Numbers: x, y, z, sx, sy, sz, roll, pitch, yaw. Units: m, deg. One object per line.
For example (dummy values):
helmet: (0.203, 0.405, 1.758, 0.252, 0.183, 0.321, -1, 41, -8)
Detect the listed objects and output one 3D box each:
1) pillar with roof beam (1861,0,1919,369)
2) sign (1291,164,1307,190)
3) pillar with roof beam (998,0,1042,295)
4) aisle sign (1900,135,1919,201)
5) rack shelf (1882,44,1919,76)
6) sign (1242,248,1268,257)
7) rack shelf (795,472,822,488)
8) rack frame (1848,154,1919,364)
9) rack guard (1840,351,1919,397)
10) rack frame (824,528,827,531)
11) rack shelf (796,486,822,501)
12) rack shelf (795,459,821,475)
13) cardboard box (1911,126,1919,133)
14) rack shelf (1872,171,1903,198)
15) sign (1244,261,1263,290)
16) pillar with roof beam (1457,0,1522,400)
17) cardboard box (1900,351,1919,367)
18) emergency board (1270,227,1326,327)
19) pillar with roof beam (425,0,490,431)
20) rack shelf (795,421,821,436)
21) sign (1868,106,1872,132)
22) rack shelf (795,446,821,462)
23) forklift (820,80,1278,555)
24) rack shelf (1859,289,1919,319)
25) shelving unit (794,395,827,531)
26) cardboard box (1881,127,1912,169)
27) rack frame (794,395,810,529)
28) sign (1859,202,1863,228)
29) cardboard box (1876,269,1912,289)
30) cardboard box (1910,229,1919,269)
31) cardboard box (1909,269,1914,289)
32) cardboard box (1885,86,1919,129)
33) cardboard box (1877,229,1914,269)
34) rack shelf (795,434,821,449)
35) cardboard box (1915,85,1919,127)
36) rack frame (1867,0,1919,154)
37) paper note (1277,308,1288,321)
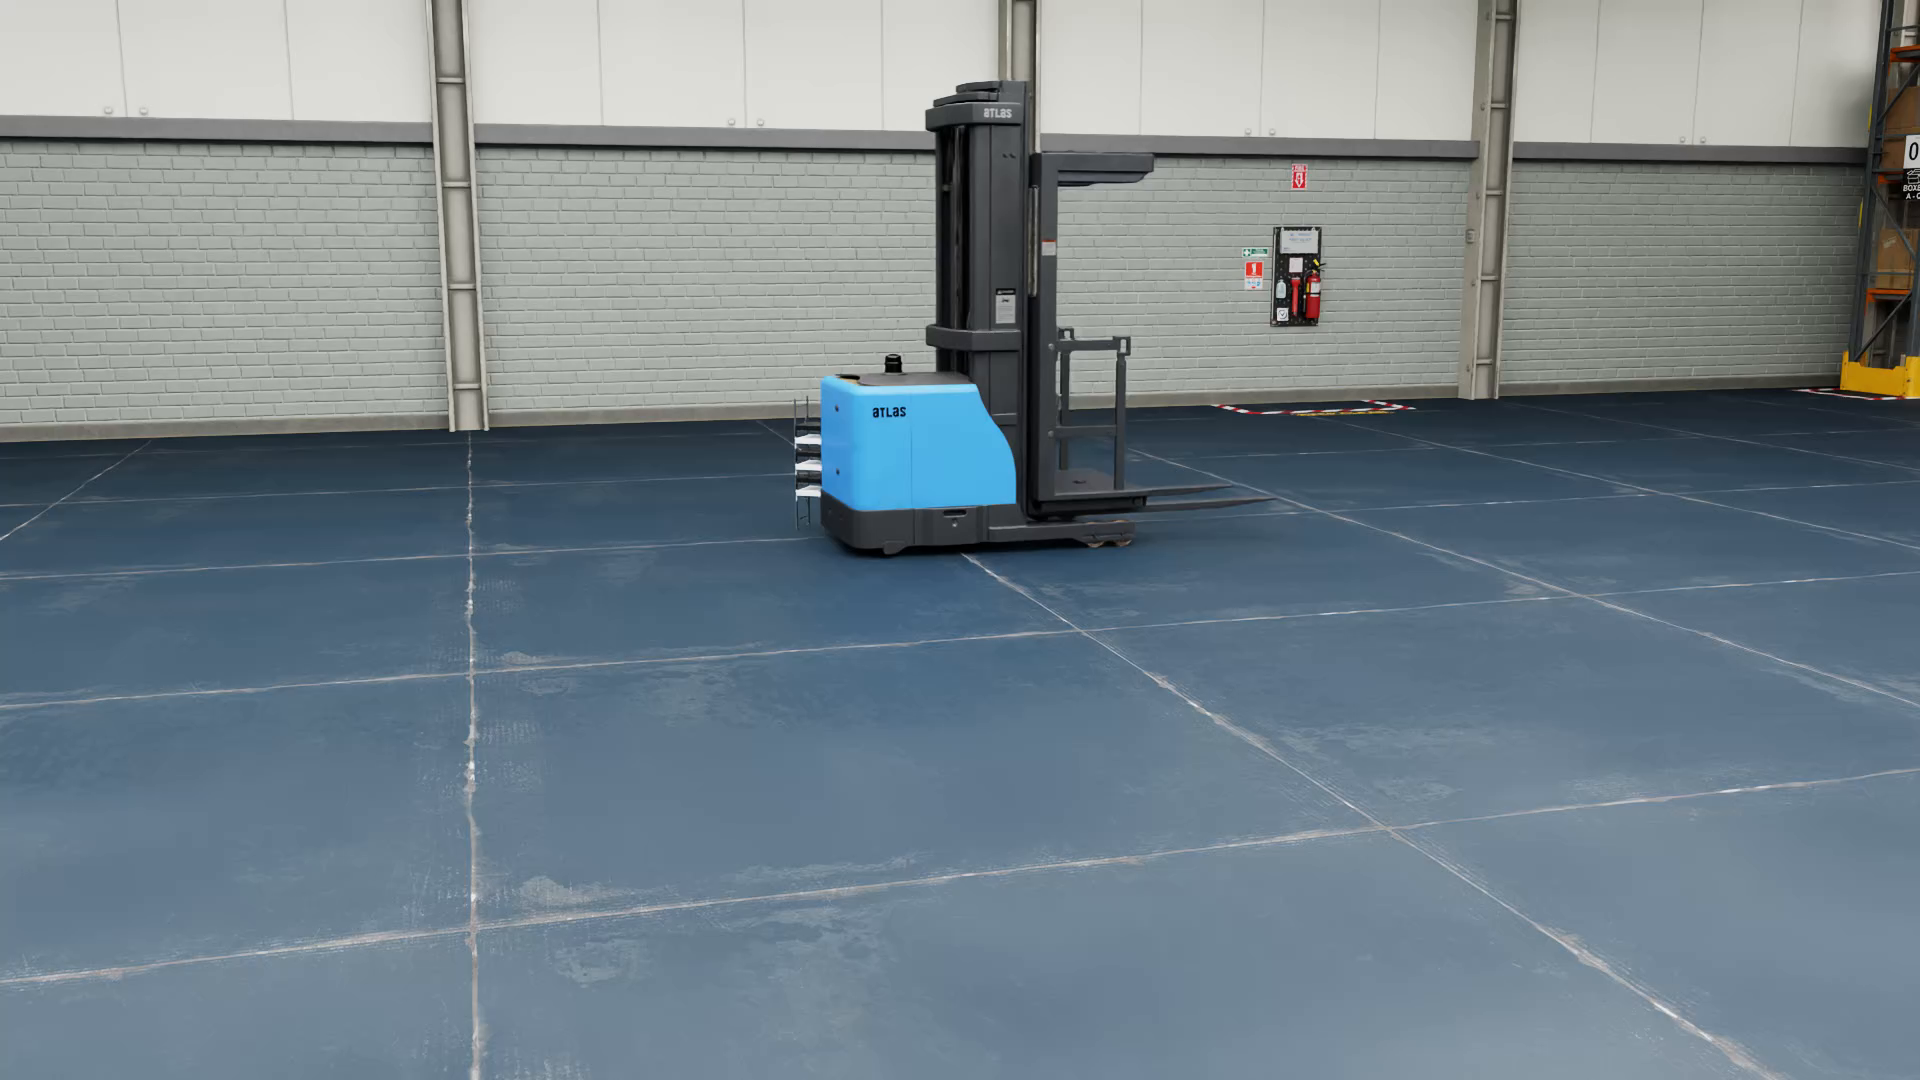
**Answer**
pillar with roof beam: (13.379, -5.742, 17.380, 0.400, 9.000, 9.100, -3, 11, -16)
sign: (3.996, -4.274, 19.577, 0.199, 0.298, 0.001, -3, 11, -16)
pillar with roof beam: (1.857, -5.134, 14.081, 0.400, 9.000, 9.100, -3, 11, -16)
aisle sign: (11.760, -4.576, 20.440, 0.004, 0.787, 0.394, -3, 11, -16)
rack shelf: (13.665, -6.050, 21.051, 4.000, 0.370, 1.077, -3, 11, -16)
sign: (3.478, -3.384, 19.582, 0.331, 0.109, 0.001, -3, 11, -16)
rack shelf: (-0.992, -0.410, 11.470, 0.200, 0.077, 0.258, 3, 11, 17)
rack frame: (11.745, -3.354, 20.979, 0.127, 3.000, 1.000, -3, 11, -16)
rack guard: (11.818, -2.128, 21.226, 0.348, 0.500, 1.175, -3, 11, -16)
rack frame: (-0.895, -0.526, 11.417, 0.006, 0.900, 0.240, 3, 11, 17)
rack shelf: (-0.992, -0.322, 11.486, 0.200, 0.077, 0.258, 3, 11, 17)
rack shelf: (-0.992, -0.499, 11.453, 0.200, 0.077, 0.258, 3, 11, 17)
cardboard box: (12.136, -4.861, 20.552, 0.500, 0.500, 0.500, -3, 11, -14)
rack shelf: (13.665, -4.576, 21.322, 4.000, 0.370, 1.077, -3, 11, -16)
sign: (3.471, -3.125, 19.637, 0.234, 0.329, 0.001, -3, 11, -16)
pillar with roof beam: (7.618, -5.438, 15.730, 0.400, 9.000, 9.100, -3, 11, -16)
cardboard box: (12.435, -2.267, 21.287, 0.500, 0.311, 0.500, -4, 11, -22)
emergency board: (4.031, -3.117, 19.695, 0.643, 1.169, 0.194, -3, 11, -16)
pillar with roof beam: (-3.904, -4.831, 12.432, 0.400, 9.000, 9.100, -3, 11, -16)
rack shelf: (-0.992, -0.764, 11.404, 0.200, 0.077, 0.258, 3, 11, 17)
sign: (11.609, -5.362, 21.156, 0.005, 0.325, 0.100, -3, 11, -16)
rack shelf: (-0.992, -0.587, 11.437, 0.200, 0.077, 0.258, 3, 11, 17)
forklift: (0.632, -1.484, 11.009, 3.031, 2.935, 1.130, -3, 11, -17)
rack shelf: (13.665, -3.101, 21.594, 4.000, 0.370, 1.077, -3, 11, -16)
shelving unit: (-0.992, -0.531, 11.447, 0.210, 0.900, 0.258, 3, 11, 17)
cardboard box: (12.075, -4.953, 21.050, 0.500, 0.500, 0.500, -2, 11, -12)
rack frame: (-1.089, -0.537, 11.478, 0.006, 0.900, 0.240, 3, 11, 17)
sign: (11.609, -4.176, 21.375, 0.005, 0.325, 0.100, -3, 11, -16)
cardboard box: (12.140, -3.347, 21.302, 0.500, 0.250, 0.500, -3, 11, -15)
cardboard box: (12.287, -3.630, 20.770, 0.500, 0.500, 0.500, -3, 11, -16)
cardboard box: (12.302, -3.259, 20.825, 0.500, 0.250, 0.500, -3, 11, -18)
cardboard box: (12.086, -5.447, 20.971, 0.500, 0.500, 0.500, -3, 11, -13)
cardboard box: (12.138, -3.719, 21.253, 0.500, 0.500, 0.500, -3, 11, -17)
rack shelf: (-0.992, -0.676, 11.421, 0.200, 0.077, 0.258, 3, 11, 17)
cardboard box: (12.183, -5.357, 20.482, 0.500, 0.500, 0.500, -4, 11, -20)
rack frame: (11.745, -6.304, 20.435, 0.127, 3.000, 1.000, -3, 11, -16)
paper note: (3.842, -2.687, 19.792, 0.142, 0.148, 0.016, -3, 11, -16)
